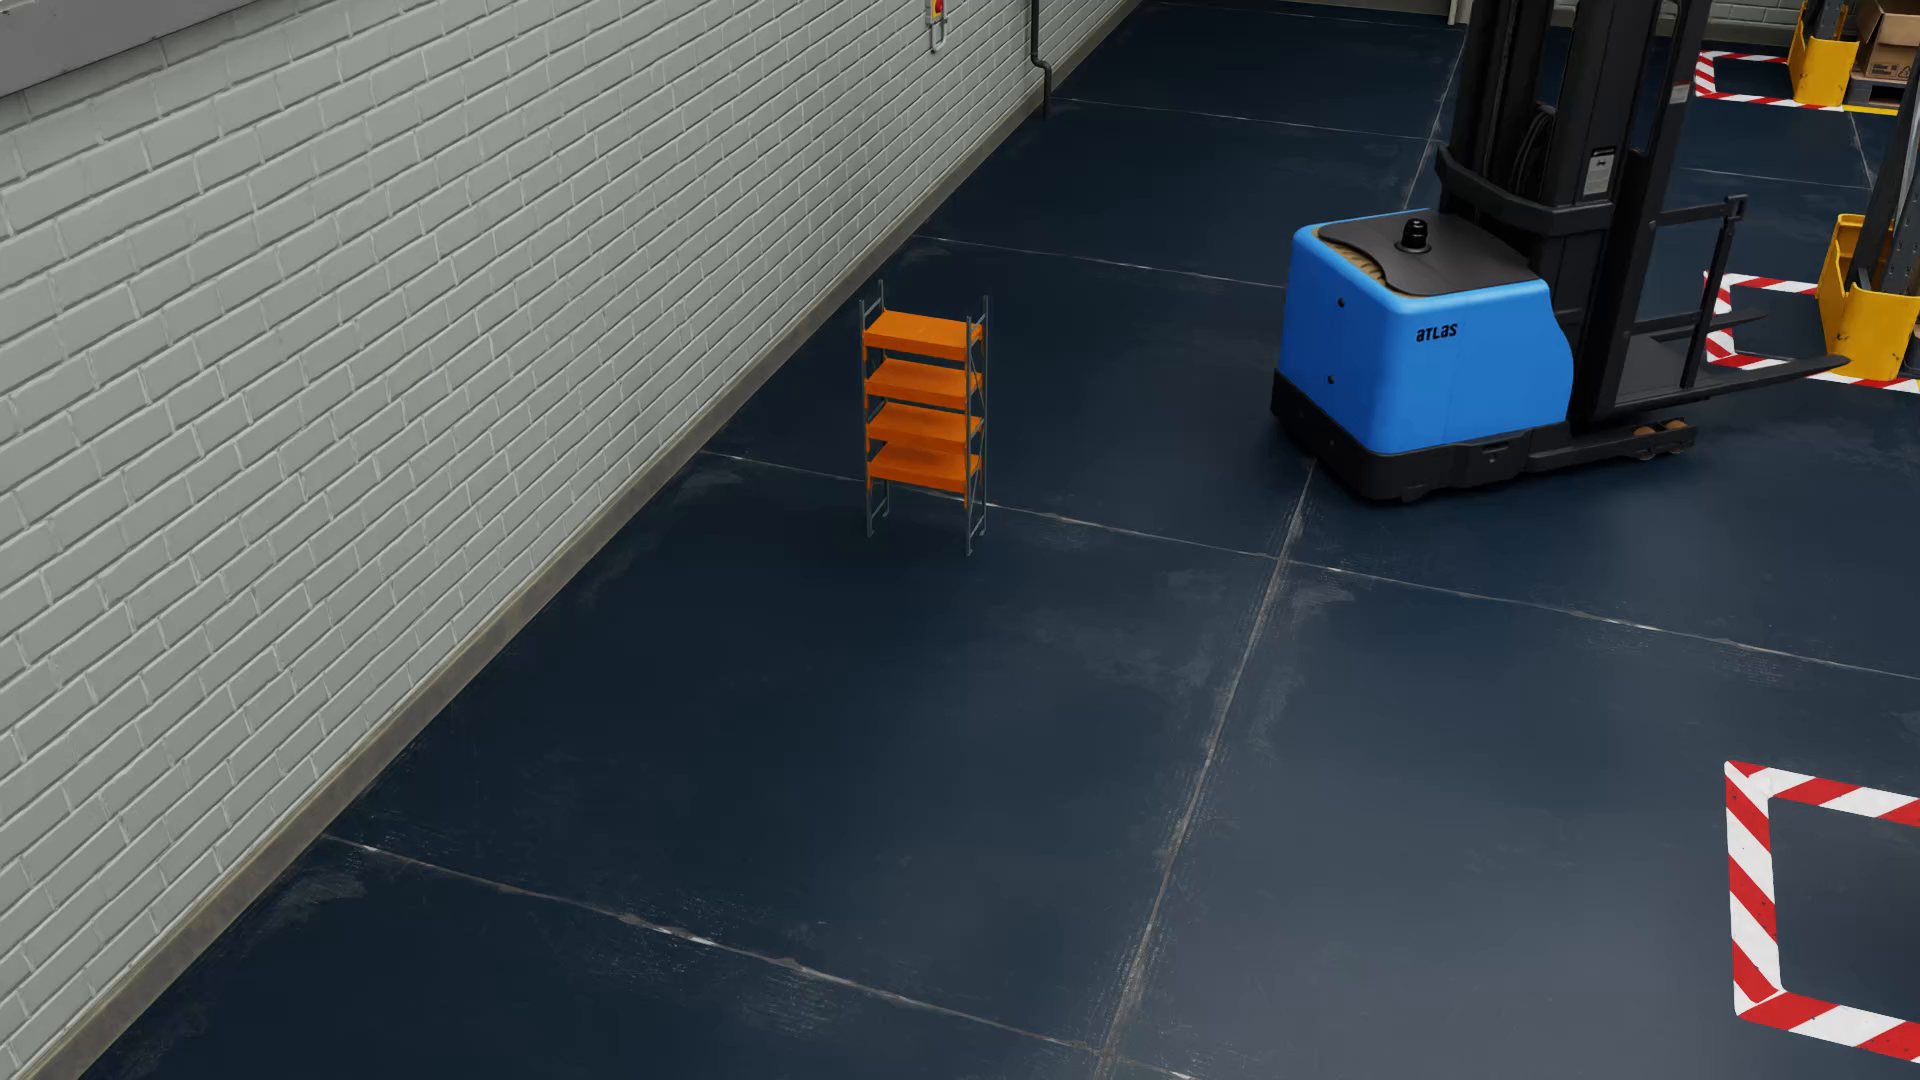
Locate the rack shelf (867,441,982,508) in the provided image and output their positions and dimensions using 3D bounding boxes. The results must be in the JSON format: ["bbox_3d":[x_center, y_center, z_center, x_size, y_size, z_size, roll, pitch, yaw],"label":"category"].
[{"bbox_3d":[-0.156,-0.311,7.616,0.480,0.148,0.258,11,34,16],"label":"rack shelf"}]

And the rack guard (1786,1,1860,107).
[{"bbox_3d":[6.914,-3.911,13.346,0.348,0.500,1.175,11,34,16],"label":"rack guard"}]

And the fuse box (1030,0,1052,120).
[{"bbox_3d":[0.701,-3.964,12.312,0.414,1.711,0.539,11,34,16],"label":"fuse box"}]

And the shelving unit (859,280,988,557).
[{"bbox_3d":[-0.156,-0.534,7.471,0.503,1.200,0.258,11,34,16],"label":"shelving unit"}]

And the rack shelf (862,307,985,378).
[{"bbox_3d":[-0.156,-0.864,7.258,0.480,0.148,0.258,11,34,16],"label":"rack shelf"}]

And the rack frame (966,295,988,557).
[{"bbox_3d":[0.074,-0.490,7.402,0.015,1.200,0.240,11,34,16],"label":"rack frame"}]

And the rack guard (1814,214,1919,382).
[{"bbox_3d":[5.149,-1.394,9.448,0.348,0.500,1.175,11,34,16],"label":"rack guard"}]

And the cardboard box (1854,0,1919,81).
[{"bbox_3d":[7.386,-3.942,13.005,0.637,0.503,0.797,10,34,15],"label":"cardboard box"}]

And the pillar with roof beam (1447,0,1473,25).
[{"bbox_3d":[3.156,-6.251,9.135,0.400,9.000,9.100,11,34,16],"label":"pillar with roof beam"}]

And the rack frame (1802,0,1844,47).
[{"bbox_3d":[6.842,-4.975,12.690,0.127,3.000,1.000,11,34,16],"label":"rack frame"}]

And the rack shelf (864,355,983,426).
[{"bbox_3d":[-0.156,-0.666,7.387,0.480,0.148,0.258,11,34,16],"label":"rack shelf"}]

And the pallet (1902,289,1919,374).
[{"bbox_3d":[5.950,-1.162,9.355,1.213,0.211,1.003,11,34,16],"label":"pallet"}]

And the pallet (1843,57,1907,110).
[{"bbox_3d":[7.665,-3.644,13.199,1.213,0.211,1.003,11,34,16],"label":"pallet"}]

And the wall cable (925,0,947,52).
[{"bbox_3d":[-0.145,-3.899,10.059,0.123,1.953,0.585,11,34,16],"label":"wall cable"}]

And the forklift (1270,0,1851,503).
[{"bbox_3d":[3.190,-1.890,7.975,3.031,2.935,1.130,-11,34,-16],"label":"forklift"}]

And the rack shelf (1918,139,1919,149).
[{"bbox_3d":[7.054,-1.771,8.391,4.000,0.370,1.077,11,34,16],"label":"rack shelf"}]

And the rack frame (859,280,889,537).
[{"bbox_3d":[-0.386,-0.579,7.541,0.015,1.200,0.240,11,34,16],"label":"rack frame"}]

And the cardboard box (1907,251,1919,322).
[{"bbox_3d":[5.826,-1.470,9.236,0.875,0.438,0.875,10,34,15],"label":"cardboard box"}]

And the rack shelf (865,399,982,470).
[{"bbox_3d":[-0.156,-0.478,7.508,0.480,0.148,0.258,11,34,16],"label":"rack shelf"}]

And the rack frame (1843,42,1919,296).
[{"bbox_3d":[5.171,-2.440,8.763,0.127,3.000,1.000,11,34,16],"label":"rack frame"}]
